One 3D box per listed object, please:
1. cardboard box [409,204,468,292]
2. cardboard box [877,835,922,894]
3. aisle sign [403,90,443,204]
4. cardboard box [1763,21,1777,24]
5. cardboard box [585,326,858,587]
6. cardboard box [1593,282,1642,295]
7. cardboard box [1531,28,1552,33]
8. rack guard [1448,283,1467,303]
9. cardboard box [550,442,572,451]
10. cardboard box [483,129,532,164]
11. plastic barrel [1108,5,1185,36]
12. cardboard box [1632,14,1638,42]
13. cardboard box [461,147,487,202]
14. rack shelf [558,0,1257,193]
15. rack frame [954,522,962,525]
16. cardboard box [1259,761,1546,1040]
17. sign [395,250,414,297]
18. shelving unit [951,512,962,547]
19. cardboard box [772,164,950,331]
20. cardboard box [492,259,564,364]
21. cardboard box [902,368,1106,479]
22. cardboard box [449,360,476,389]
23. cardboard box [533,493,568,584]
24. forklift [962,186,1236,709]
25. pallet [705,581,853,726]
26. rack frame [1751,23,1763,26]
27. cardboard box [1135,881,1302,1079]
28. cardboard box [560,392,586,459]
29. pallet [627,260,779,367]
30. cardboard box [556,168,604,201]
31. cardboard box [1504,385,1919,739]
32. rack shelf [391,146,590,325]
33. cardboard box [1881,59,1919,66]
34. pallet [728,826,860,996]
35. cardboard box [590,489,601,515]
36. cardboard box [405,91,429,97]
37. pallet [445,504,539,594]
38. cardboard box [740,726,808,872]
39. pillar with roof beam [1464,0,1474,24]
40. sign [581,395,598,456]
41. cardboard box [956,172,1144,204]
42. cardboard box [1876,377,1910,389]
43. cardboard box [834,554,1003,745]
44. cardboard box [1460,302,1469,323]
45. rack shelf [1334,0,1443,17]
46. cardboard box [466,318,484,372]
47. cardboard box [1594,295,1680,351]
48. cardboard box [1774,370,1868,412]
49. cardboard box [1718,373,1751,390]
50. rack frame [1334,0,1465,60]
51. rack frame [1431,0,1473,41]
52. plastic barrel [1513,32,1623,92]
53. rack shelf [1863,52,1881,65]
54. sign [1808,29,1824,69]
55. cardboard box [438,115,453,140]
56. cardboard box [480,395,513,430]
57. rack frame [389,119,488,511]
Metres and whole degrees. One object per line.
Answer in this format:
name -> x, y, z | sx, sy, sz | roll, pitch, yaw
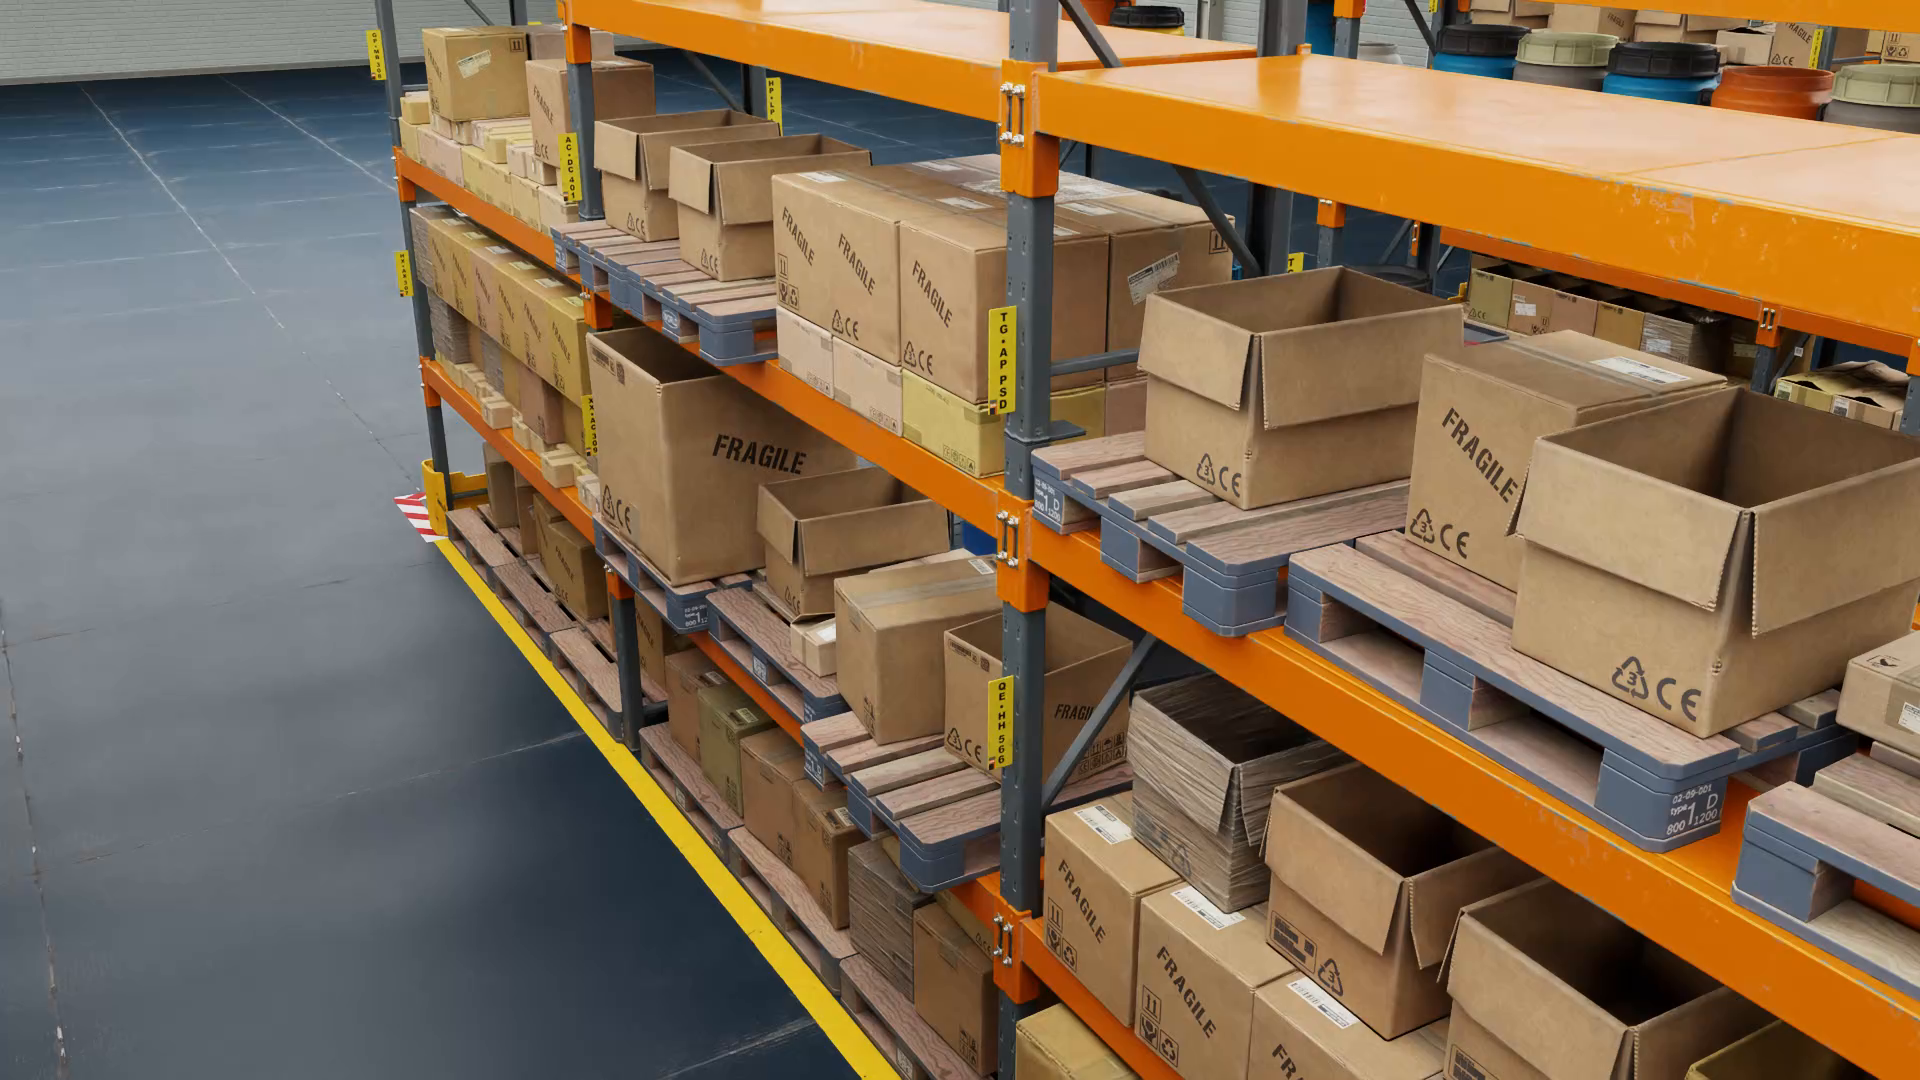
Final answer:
cardboard box -> -3.443, -2.016, 11.433 | 0.500, 0.500, 0.500 | -13, 25, -28
cardboard box -> -0.051, 1.216, 7.075 | 0.500, 0.250, 0.500 | -10, 24, -22
aisle sign -> -3.779, -2.766, 11.681 | 0.394, 0.787, 0.004 | -13, 25, -28
cardboard box -> 9.241, -5.747, 18.323 | 0.500, 0.500, 0.500 | -12, 25, -27
cardboard box -> -1.161, -0.493, 8.186 | 1.000, 1.000, 1.000 | -12, 25, -28
cardboard box -> 6.336, -2.172, 15.771 | 0.500, 0.500, 0.500 | -13, 25, -28
cardboard box -> 5.478, -4.622, 15.304 | 0.380, 0.149, 0.250 | -13, 25, -28
rack guard -> 5.017, -2.353, 17.438 | 1.175, 0.500, 0.348 | -13, 25, -28
cardboard box -> -2.242, -0.542, 9.996 | 0.380, 0.149, 0.250 | -13, 25, -28
cardboard box -> -2.538, -2.285, 9.635 | 0.380, 0.149, 0.250 | -11, 25, -26
plastic barrel -> 1.460, -3.879, 13.080 | 0.600, 0.588, 0.600 | 0, 22, 0
cardboard box -> 6.128, -4.609, 15.059 | 0.500, 0.311, 0.500 | -9, 24, -22
cardboard box -> -2.677, -2.219, 10.004 | 0.500, 0.250, 0.500 | -12, 25, -27
rack shelf -> -0.424, -1.918, 6.566 | 1.077, 0.370, 4.000 | -13, 25, -28
rack frame -> -0.054, -0.590, 12.170 | 0.240, 1.200, 0.006 | -13, 25, -28
cardboard box -> 1.287, 0.930, 4.574 | 0.797, 0.503, 0.637 | -12, 25, -27
sign -> -3.956, -1.896, 11.843 | 0.100, 0.325, 0.005 | -13, 25, -28
shelving unit -> -0.007, -0.561, 12.097 | 0.258, 1.200, 0.189 | -13, 25, -28
cardboard box -> -0.373, -1.111, 6.280 | 0.500, 0.500, 0.500 | -12, 25, -27
cardboard box -> -2.424, -1.368, 9.839 | 0.500, 0.500, 0.500 | -13, 25, -28
cardboard box -> 0.143, -0.437, 5.618 | 0.500, 0.250, 0.500 | -13, 25, -28
cardboard box -> -3.323, -1.177, 11.556 | 0.380, 0.149, 0.250 | -13, 25, -28
cardboard box -> -2.546, -0.037, 11.182 | 0.500, 0.500, 0.500 | -10, 24, -23
forklift -> 1.027, -0.418, 9.448 | 1.130, 2.935, 3.031 | -9, 24, -21
pallet -> -0.449, 0.446, 7.485 | 1.003, 0.211, 1.213 | -13, 25, -28
rack frame -> 9.286, -4.458, 19.295 | 1.000, 3.000, 0.127 | -13, 25, -28
cardboard box -> 0.877, 1.320, 4.947 | 0.500, 0.500, 0.500 | -13, 26, -30
cardboard box -> -1.848, -0.815, 9.805 | 0.875, 0.500, 0.500 | -13, 25, -28
pallet -> -0.690, -1.052, 7.181 | 1.213, 0.211, 1.003 | -13, 25, -28
cardboard box -> -1.861, -1.859, 8.588 | 0.380, 0.149, 0.250 | -12, 25, -27
cardboard box -> 1.659, 0.015, 3.611 | 0.797, 0.503, 0.637 | -13, 25, -29
rack shelf -> -2.468, -2.008, 10.241 | 1.077, 0.370, 4.000 | -13, 25, -28
cardboard box -> 7.379, -3.522, 12.651 | 0.500, 0.250, 0.500 | -10, 24, -23
pallet -> -0.420, 1.634, 8.010 | 1.003, 0.211, 1.213 | -13, 25, -28
cardboard box -> -1.809, -0.201, 9.157 | 0.380, 0.149, 0.250 | -13, 25, -28
cardboard box -> -3.547, -2.971, 11.323 | 0.380, 0.149, 0.250 | -13, 25, -29
pallet -> -3.066, -0.013, 12.064 | 1.003, 0.211, 1.213 | -13, 25, -28
cardboard box -> -0.637, 1.192, 8.132 | 0.700, 0.500, 0.500 | -15, 27, -33
pillar with roof beam -> 3.621, -8.291, 20.758 | 9.100, 9.000, 0.400 | -13, 25, -28
sign -> -1.909, -0.599, 8.651 | 0.100, 0.325, 0.005 | -13, 25, -28
cardboard box -> 0.322, -1.044, 6.116 | 0.500, 0.500, 0.500 | -12, 25, -28
cardboard box -> 7.797, -1.146, 13.497 | 0.500, 0.311, 0.500 | -12, 25, -27
cardboard box -> -0.084, 0.421, 6.602 | 0.700, 0.500, 0.500 | -9, 24, -20
cardboard box -> 5.112, -2.208, 16.854 | 0.500, 0.250, 0.500 | -13, 25, -28
rack shelf -> 1.790, -4.165, 12.095 | 1.077, 0.370, 4.000 | -13, 25, -28
cardboard box -> -2.874, -1.461, 11.396 | 0.875, 0.500, 0.500 | -13, 25, -28
cardboard box -> 6.143, -1.910, 15.126 | 0.500, 0.500, 0.500 | -13, 25, -28
cardboard box -> 7.069, -1.208, 13.648 | 0.500, 0.311, 0.500 | -13, 25, -28
cardboard box -> 6.647, -1.238, 14.467 | 0.500, 0.250, 0.500 | -13, 25, -28
rack frame -> 2.812, -4.036, 10.291 | 1.000, 3.000, 0.127 | -13, 25, -28
rack frame -> 5.029, -6.283, 15.818 | 1.000, 3.000, 0.127 | -13, 25, -28
plastic barrel -> 3.592, -2.545, 9.939 | 0.600, 0.901, 0.600 | 0, 22, 0
rack shelf -> 10.307, -4.867, 17.273 | 1.077, 0.370, 4.000 | -13, 25, -28
sign -> 6.596, -3.767, 12.821 | 0.100, 0.325, 0.005 | -13, 25, -28
cardboard box -> -3.065, -2.629, 10.481 | 0.380, 0.149, 0.250 | -13, 25, -28
cardboard box -> -2.866, -0.841, 10.730 | 0.380, 0.149, 0.250 | -13, 25, -28
rack frame -> -3.489, -1.599, 12.263 | 1.000, 3.000, 0.127 | -13, 25, -28
